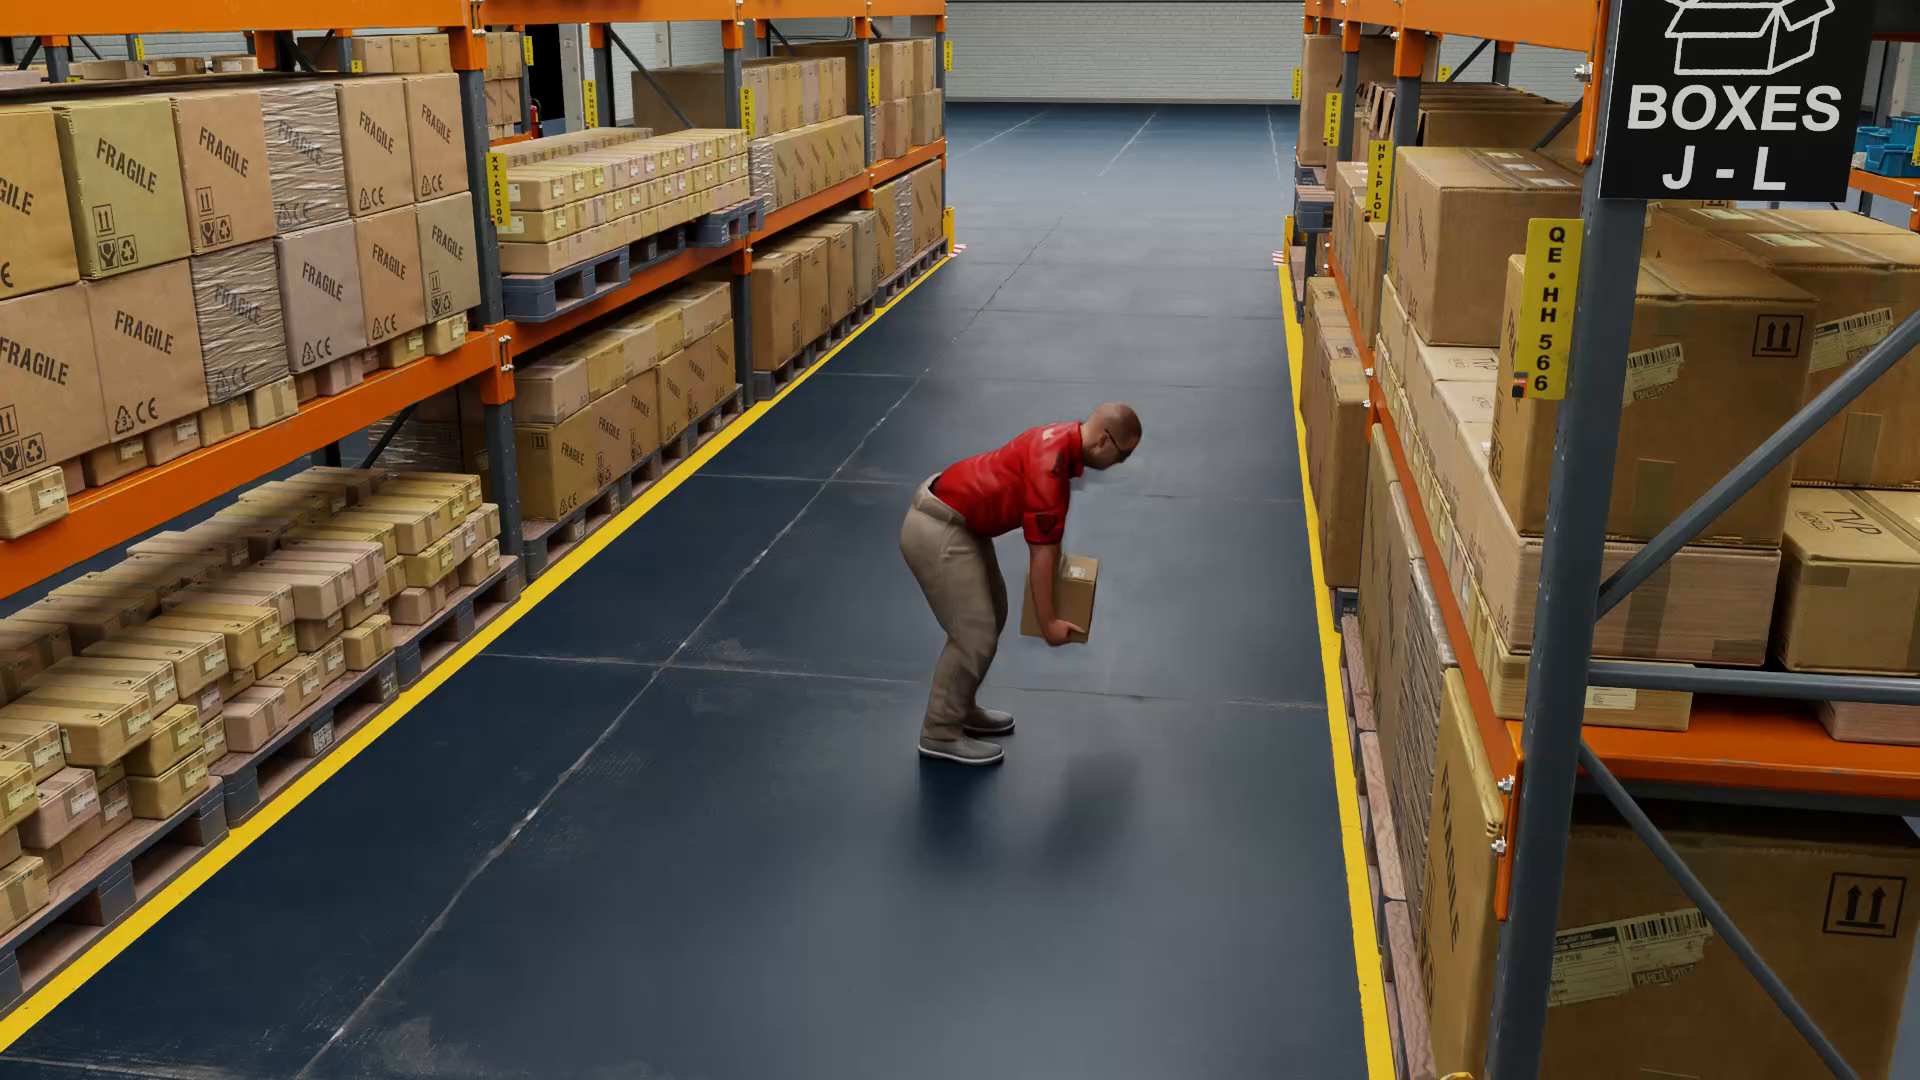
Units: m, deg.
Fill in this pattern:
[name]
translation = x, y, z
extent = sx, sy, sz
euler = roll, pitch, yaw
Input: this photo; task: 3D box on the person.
[person]
translation = 0.223, 0.149, 6.227
extent = 0.876, 1.363, 0.473
euler = 2, 18, 7
